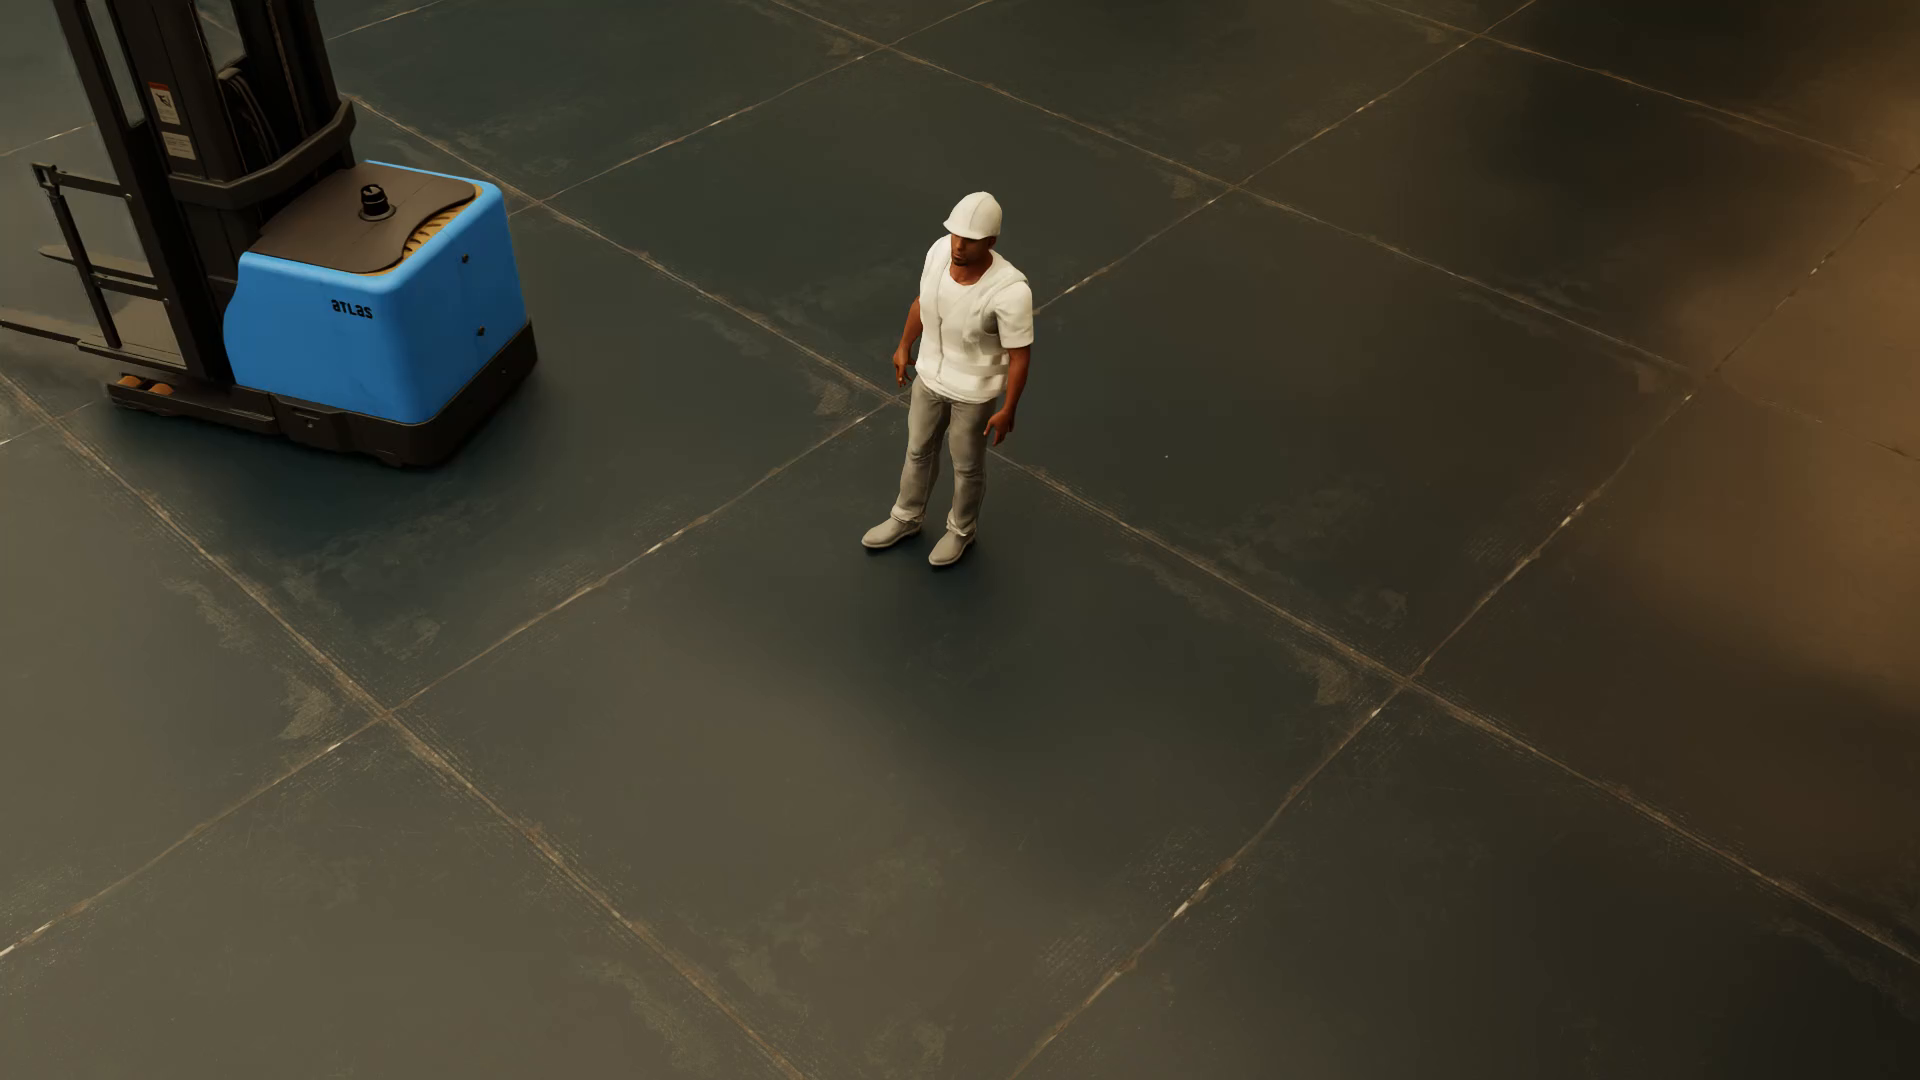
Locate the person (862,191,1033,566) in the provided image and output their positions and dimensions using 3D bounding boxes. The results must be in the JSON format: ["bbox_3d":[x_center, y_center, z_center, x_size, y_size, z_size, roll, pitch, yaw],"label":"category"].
[{"bbox_3d":[-0.052,-0.645,7.063,0.665,1.768,0.575,31,49,31],"label":"person"}]

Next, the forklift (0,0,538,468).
[{"bbox_3d":[-3.772,-2.046,7.813,3.031,2.935,1.130,13,42,15],"label":"forklift"}]
